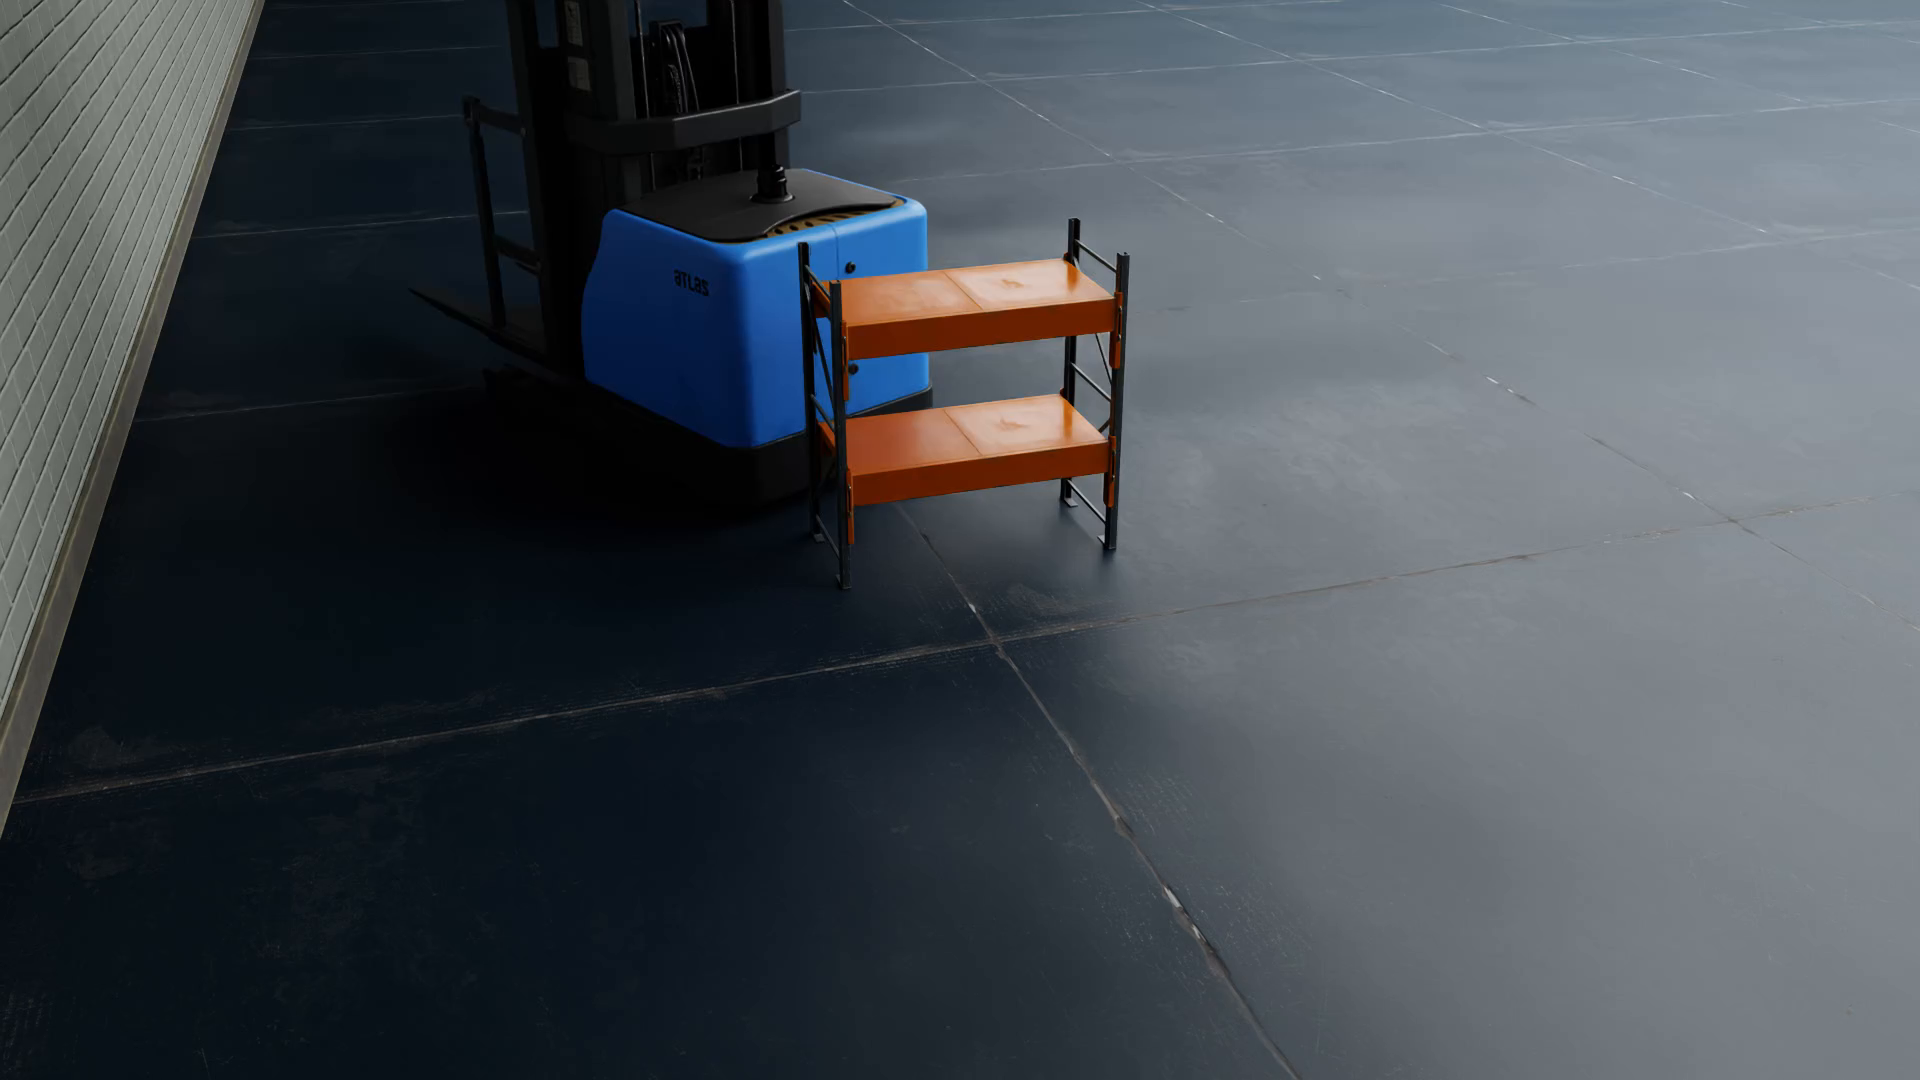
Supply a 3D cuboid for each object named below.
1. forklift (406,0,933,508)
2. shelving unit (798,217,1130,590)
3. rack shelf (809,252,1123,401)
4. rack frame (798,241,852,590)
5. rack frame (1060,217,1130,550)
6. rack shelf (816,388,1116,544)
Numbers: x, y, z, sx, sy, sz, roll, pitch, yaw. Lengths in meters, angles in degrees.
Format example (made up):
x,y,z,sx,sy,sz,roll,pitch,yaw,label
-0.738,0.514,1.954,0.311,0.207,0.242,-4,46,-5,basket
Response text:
x,y,z,sx,sy,sz,roll,pitch,yaw,label
-1.489,-2.001,6.984,1.130,2.935,3.031,-23,34,-38,forklift
0.006,-0.505,6.002,1.048,1.125,0.538,-8,28,-16,shelving unit
0.006,-0.767,5.872,1.000,0.278,0.538,-8,28,-16,rack shelf
-0.477,-0.435,5.861,0.032,1.125,0.500,-8,28,-16,rack frame
0.490,-0.575,6.143,0.032,1.125,0.500,-8,28,-16,rack frame
0.006,-0.286,6.110,1.000,0.278,0.538,-8,28,-16,rack shelf
